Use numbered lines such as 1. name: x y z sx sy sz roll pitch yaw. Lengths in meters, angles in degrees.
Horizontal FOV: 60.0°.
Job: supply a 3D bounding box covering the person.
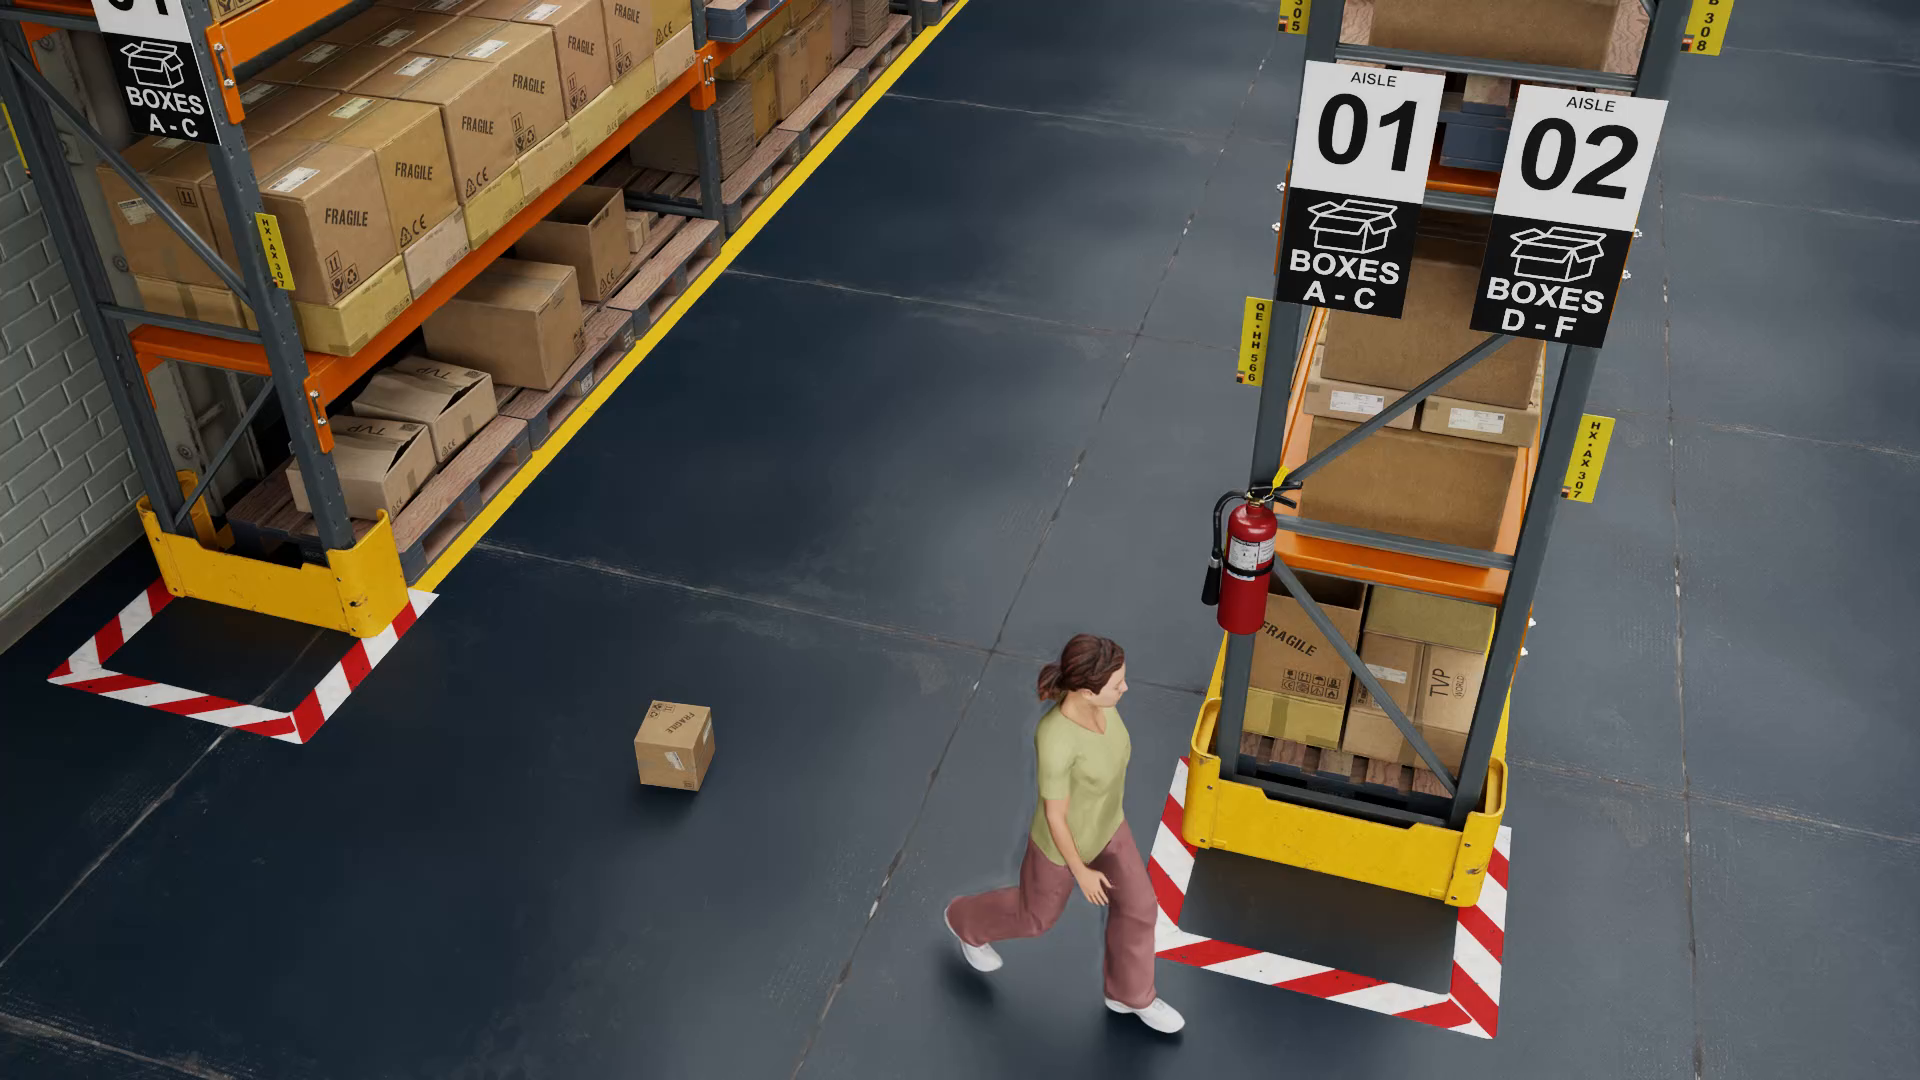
1. person: 0.378 0.966 5.608 0.945 1.635 0.452 22 42 26
